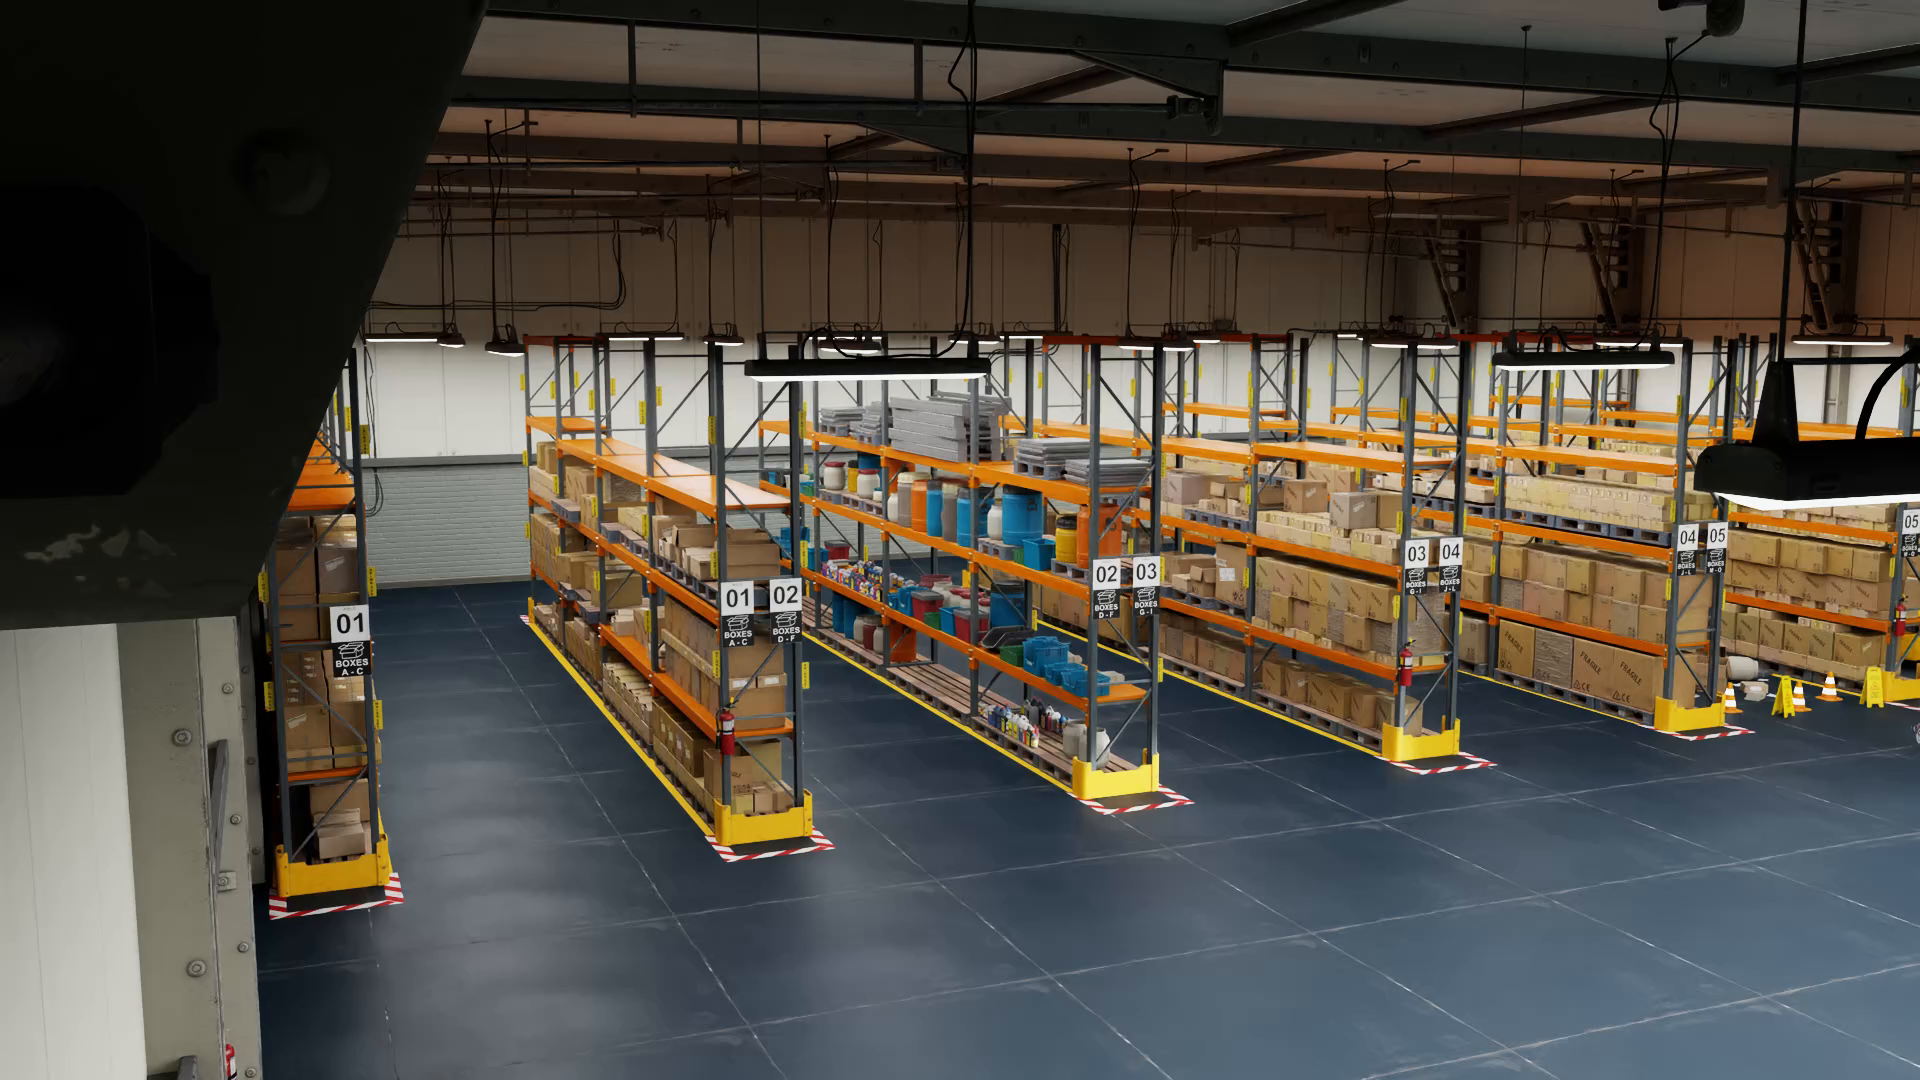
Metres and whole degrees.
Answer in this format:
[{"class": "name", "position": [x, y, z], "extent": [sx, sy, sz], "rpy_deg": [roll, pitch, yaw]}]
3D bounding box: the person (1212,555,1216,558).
[{"class": "person", "position": [5.483, 0.857, 34.922], "extent": [0.476, 1.614, 1.011], "rpy_deg": [-3, 8, -22]}]
